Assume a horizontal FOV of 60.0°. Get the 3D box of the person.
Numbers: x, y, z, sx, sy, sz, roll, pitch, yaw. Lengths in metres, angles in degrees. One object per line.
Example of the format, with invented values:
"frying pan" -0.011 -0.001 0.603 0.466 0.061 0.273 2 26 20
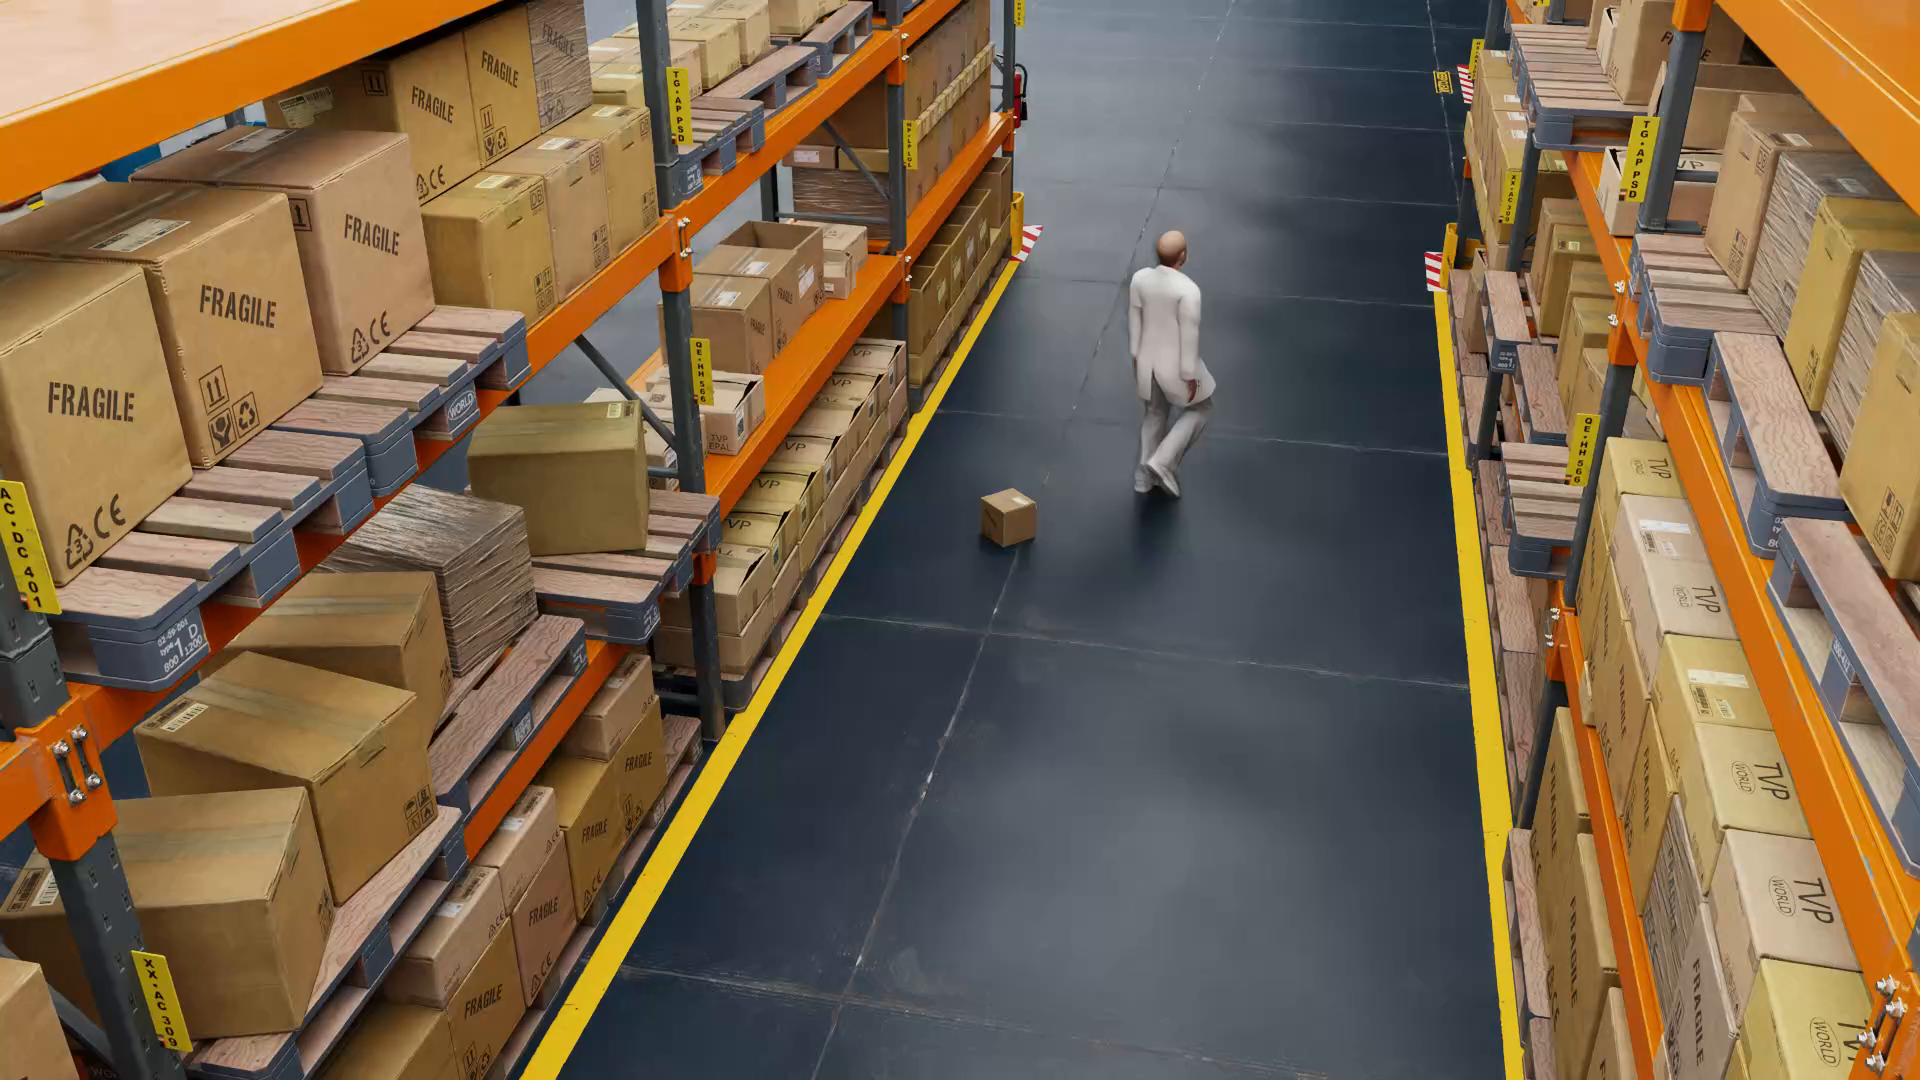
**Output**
"person" 1.349 -1.130 10.676 0.592 1.790 0.499 25 37 38
